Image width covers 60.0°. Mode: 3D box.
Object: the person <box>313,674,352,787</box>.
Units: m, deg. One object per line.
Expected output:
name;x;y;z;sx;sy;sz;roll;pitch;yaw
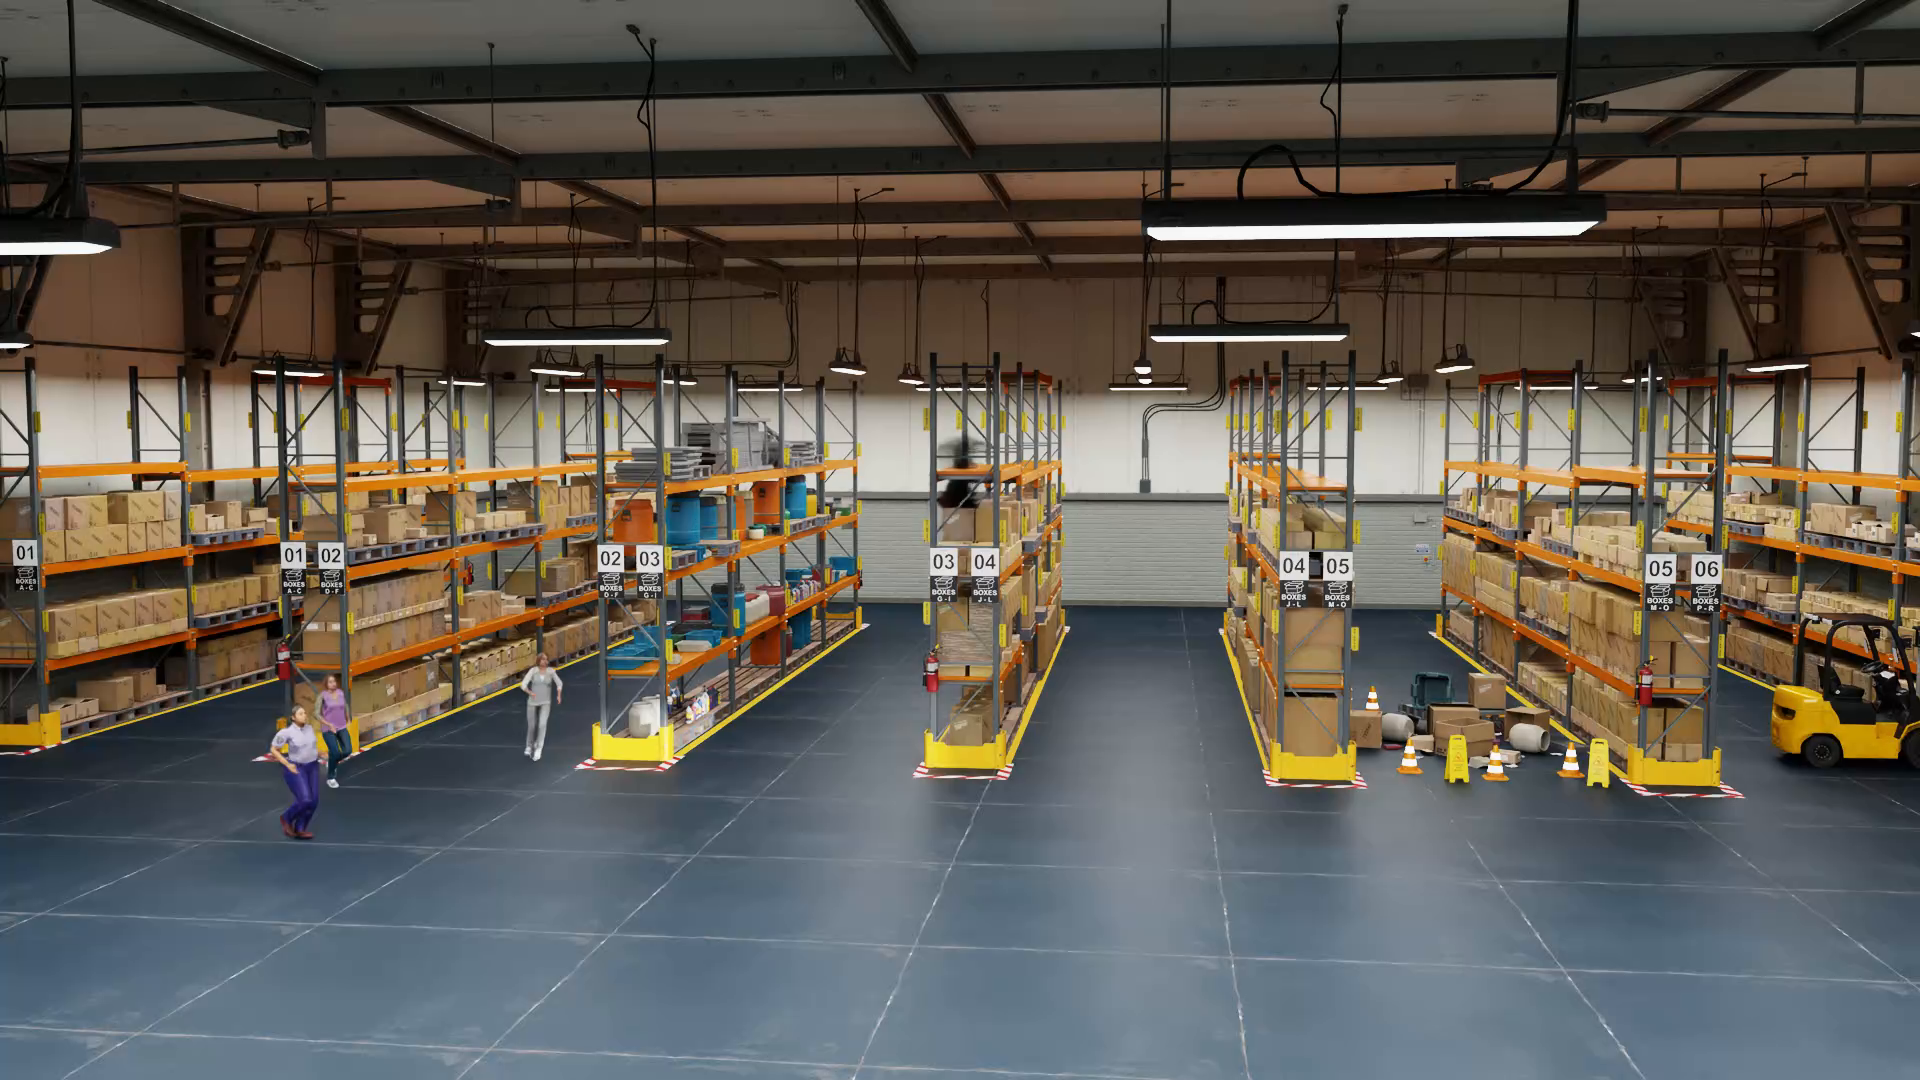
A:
person;-8.592;2.615;22.845;0.484;1.562;0.548;3;5;41

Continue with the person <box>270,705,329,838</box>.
person;-7.858;2.786;19.942;0.529;1.601;0.597;2;4;25

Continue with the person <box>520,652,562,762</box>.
person;-6.226;2.463;24.745;0.607;1.604;0.619;-1;4;-14
